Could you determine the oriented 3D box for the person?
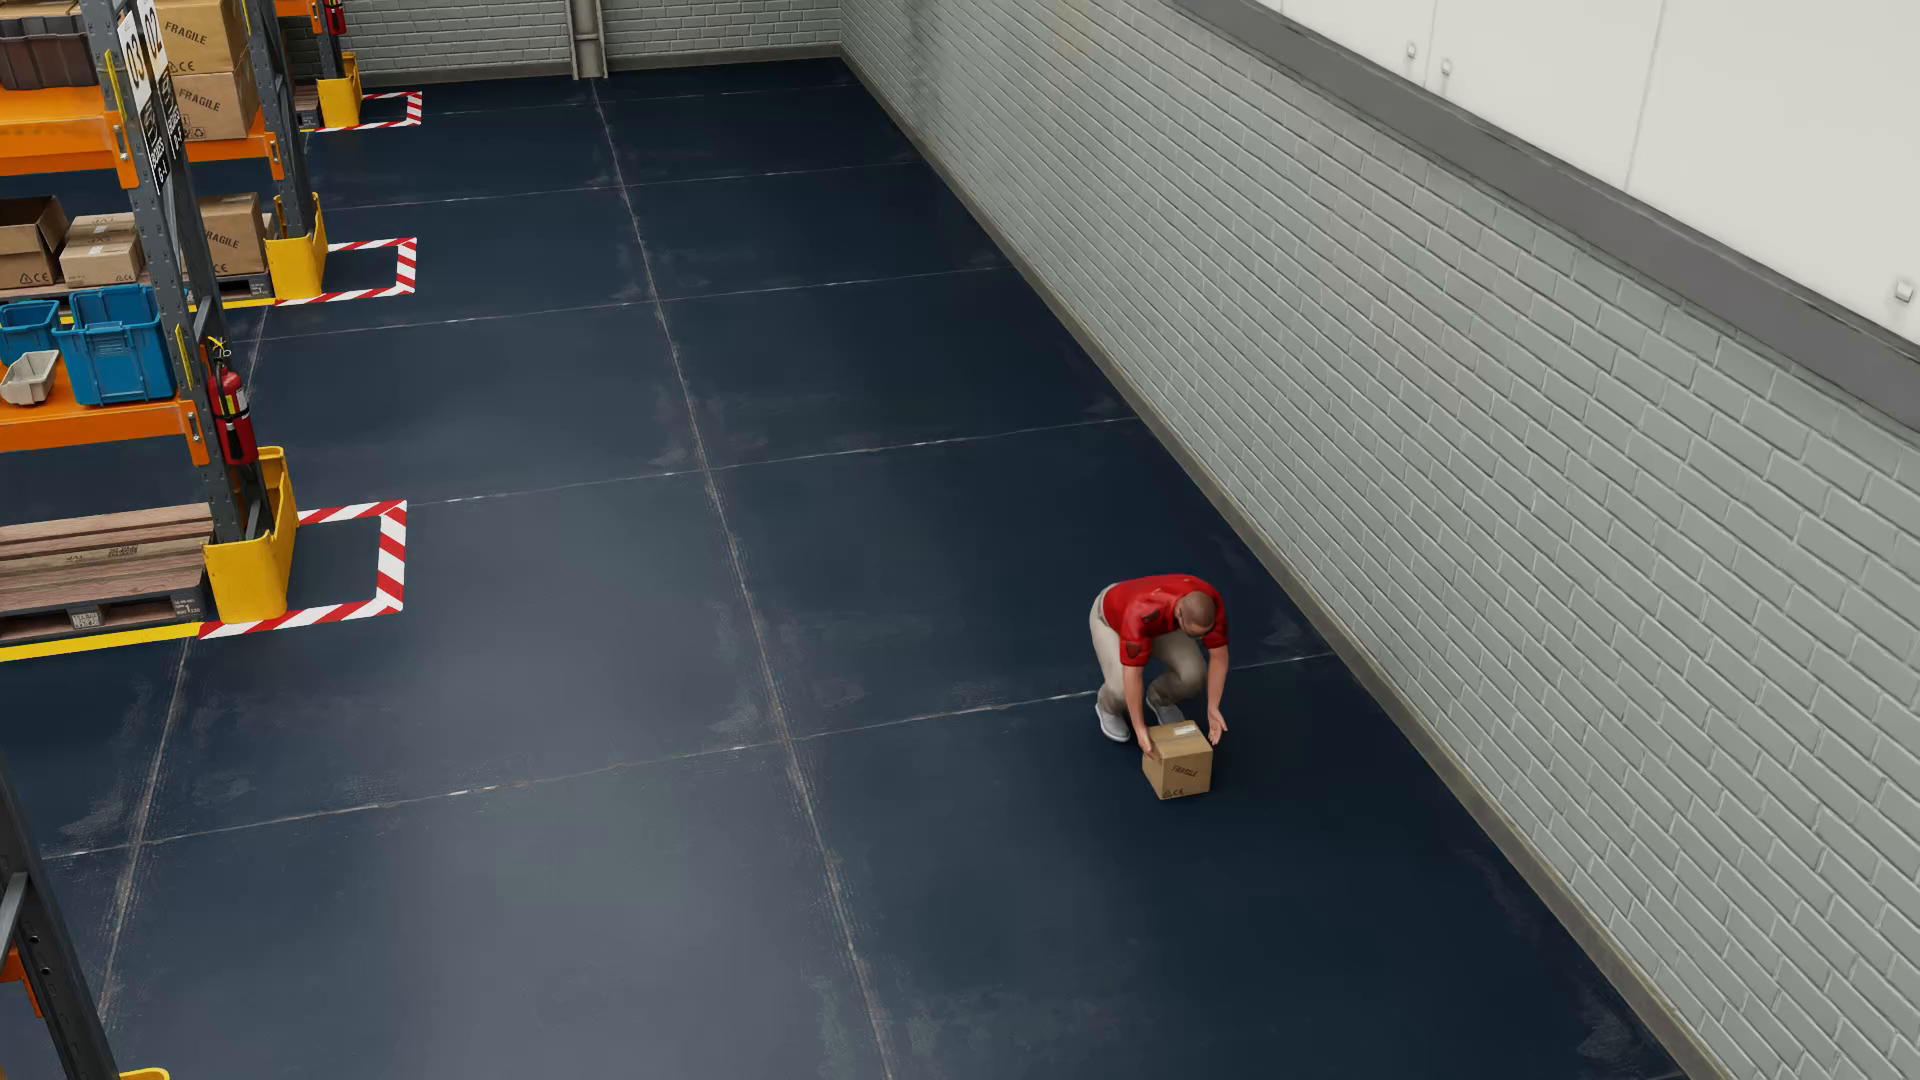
[{"bbox_3d":[0.966,0.532,8.058,0.569,1.012,0.867,-8,31,-13],"label":"person"}]
